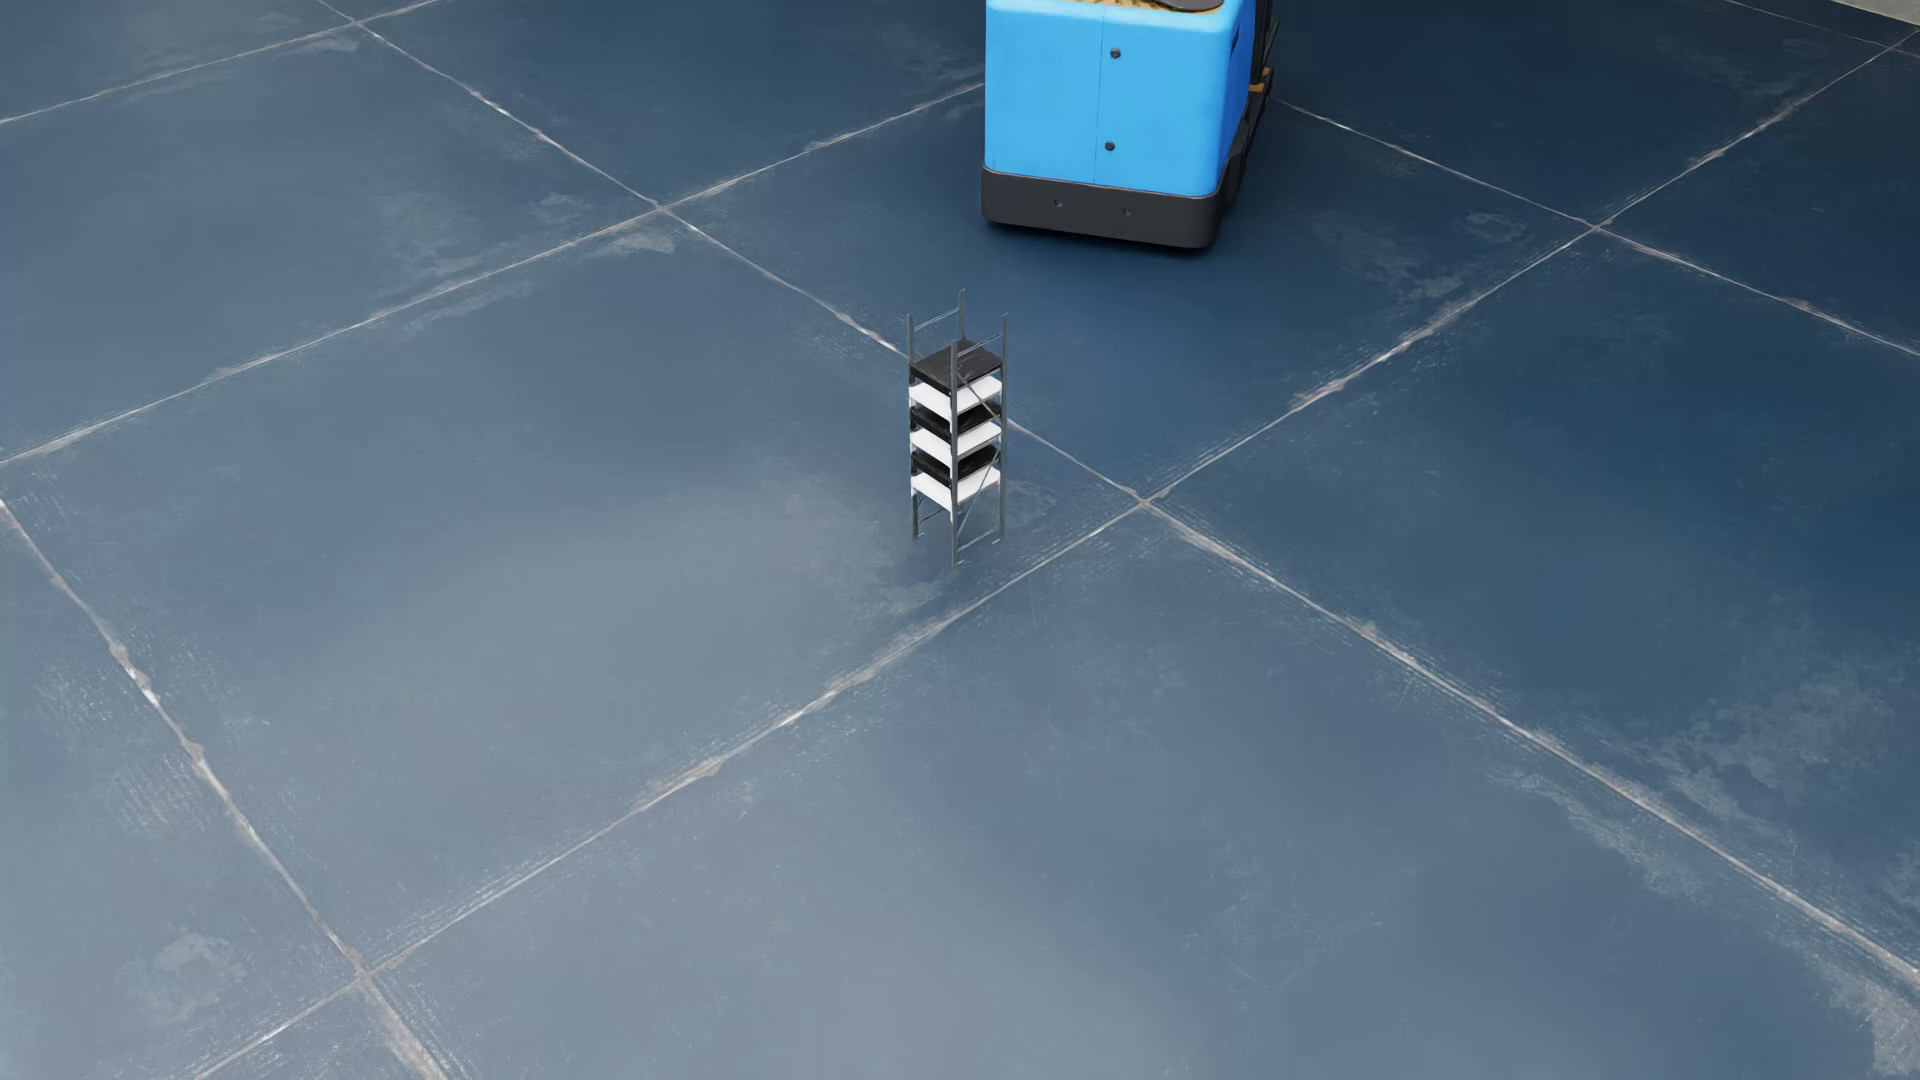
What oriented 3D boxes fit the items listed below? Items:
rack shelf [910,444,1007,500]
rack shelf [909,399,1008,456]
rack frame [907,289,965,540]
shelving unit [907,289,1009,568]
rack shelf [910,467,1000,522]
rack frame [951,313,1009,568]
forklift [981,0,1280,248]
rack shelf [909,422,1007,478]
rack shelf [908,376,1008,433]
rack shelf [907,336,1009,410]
[{"bbox_3d":[-0.005,-0.258,5.549,0.258,0.077,0.200,-30,48,-32],"label":"rack shelf"},{"bbox_3d":[-0.005,-0.398,5.436,0.258,0.077,0.200,-30,48,-32],"label":"rack shelf"},{"bbox_3d":[-0.074,-0.401,5.530,0.240,0.900,0.006,-30,48,-32],"label":"rack frame"},{"bbox_3d":[-0.005,-0.354,5.472,0.258,0.900,0.210,-30,48,-32],"label":"shelving unit"},{"bbox_3d":[-0.005,-0.188,5.606,0.258,0.077,0.200,-30,48,-32],"label":"rack shelf"},{"bbox_3d":[0.063,-0.307,5.414,0.240,0.900,0.006,-30,48,-32],"label":"rack frame"},{"bbox_3d":[0.984,-3.336,7.548,1.130,2.935,3.031,10,40,12],"label":"forklift"},{"bbox_3d":[-0.005,-0.328,5.493,0.258,0.077,0.200,-30,48,-32],"label":"rack shelf"},{"bbox_3d":[-0.005,-0.468,5.380,0.258,0.077,0.200,-30,48,-32],"label":"rack shelf"},{"bbox_3d":[-0.005,-0.538,5.323,0.258,0.077,0.200,-30,48,-32],"label":"rack shelf"}]
